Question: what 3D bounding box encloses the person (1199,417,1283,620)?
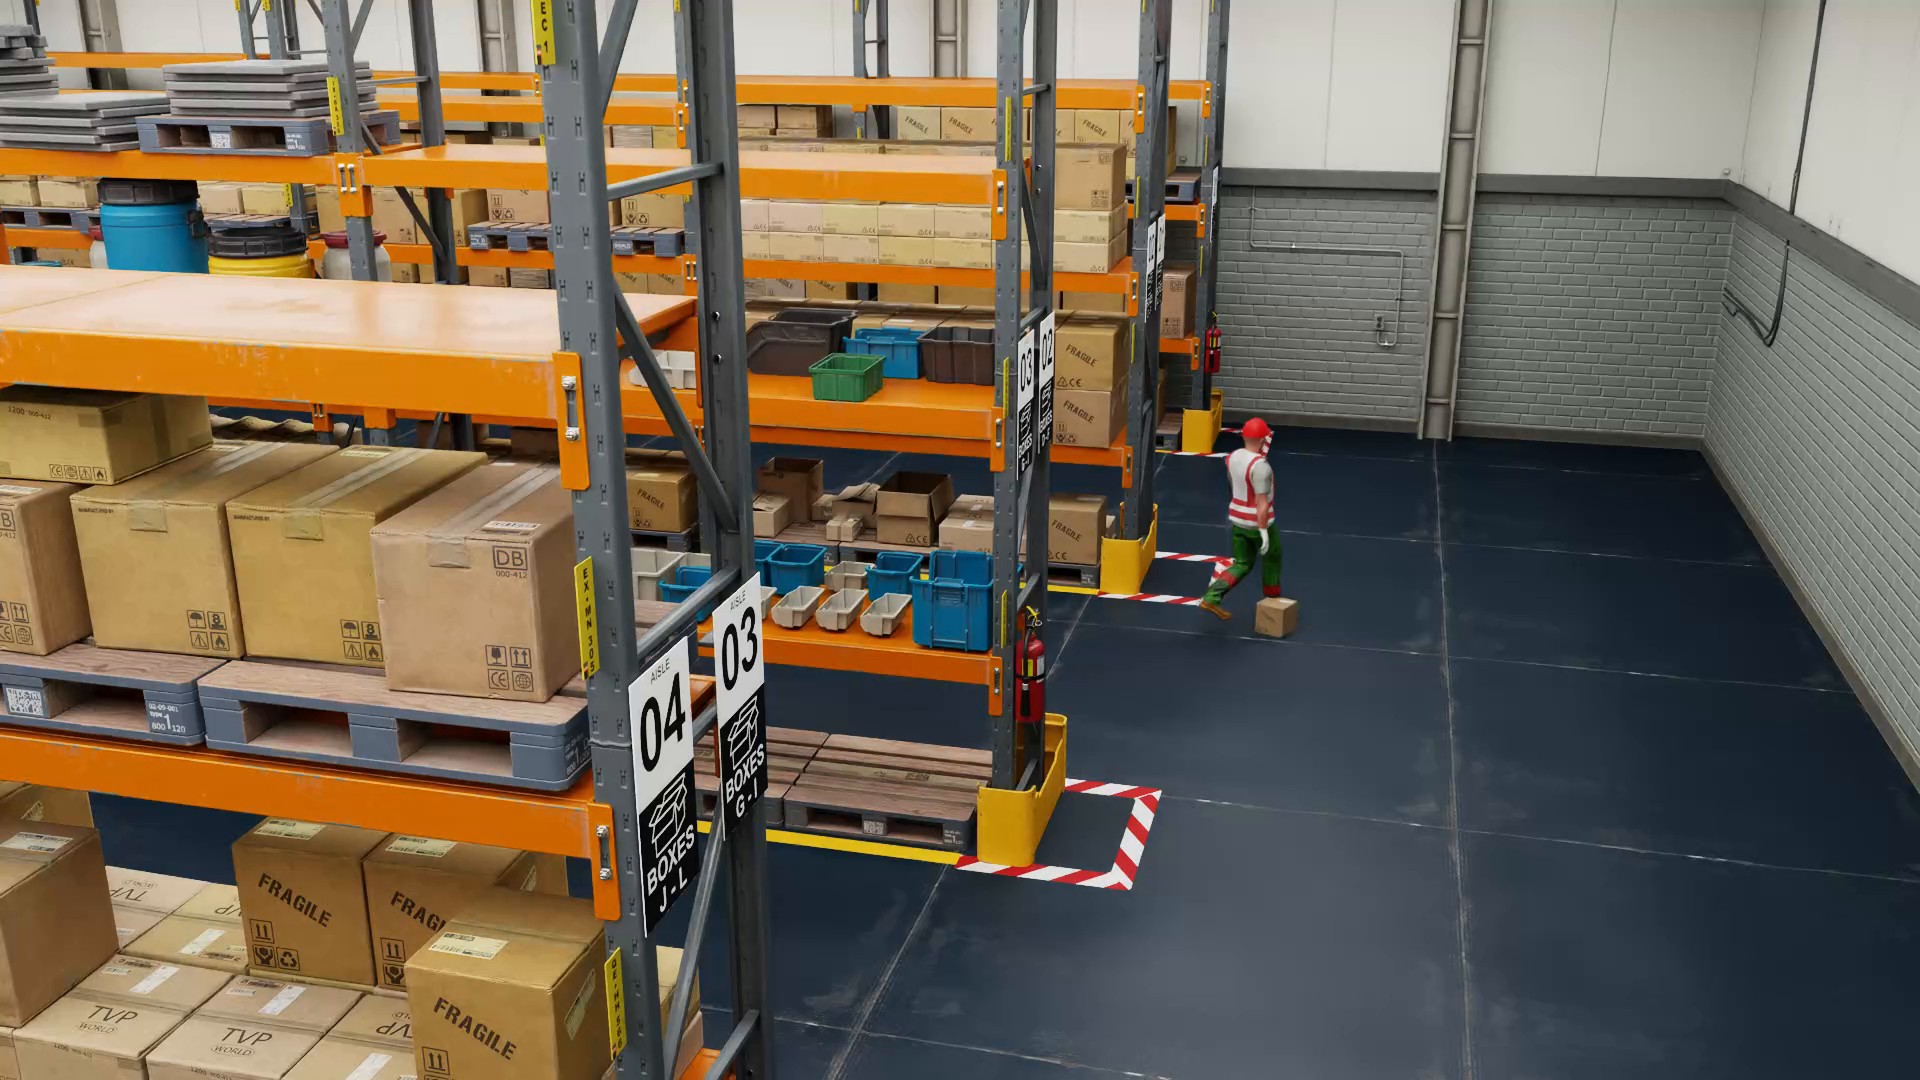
[{"bbox_3d":[2.437,-0.139,13.670,0.871,1.763,0.617,-9,20,-26],"label":"person"}]
